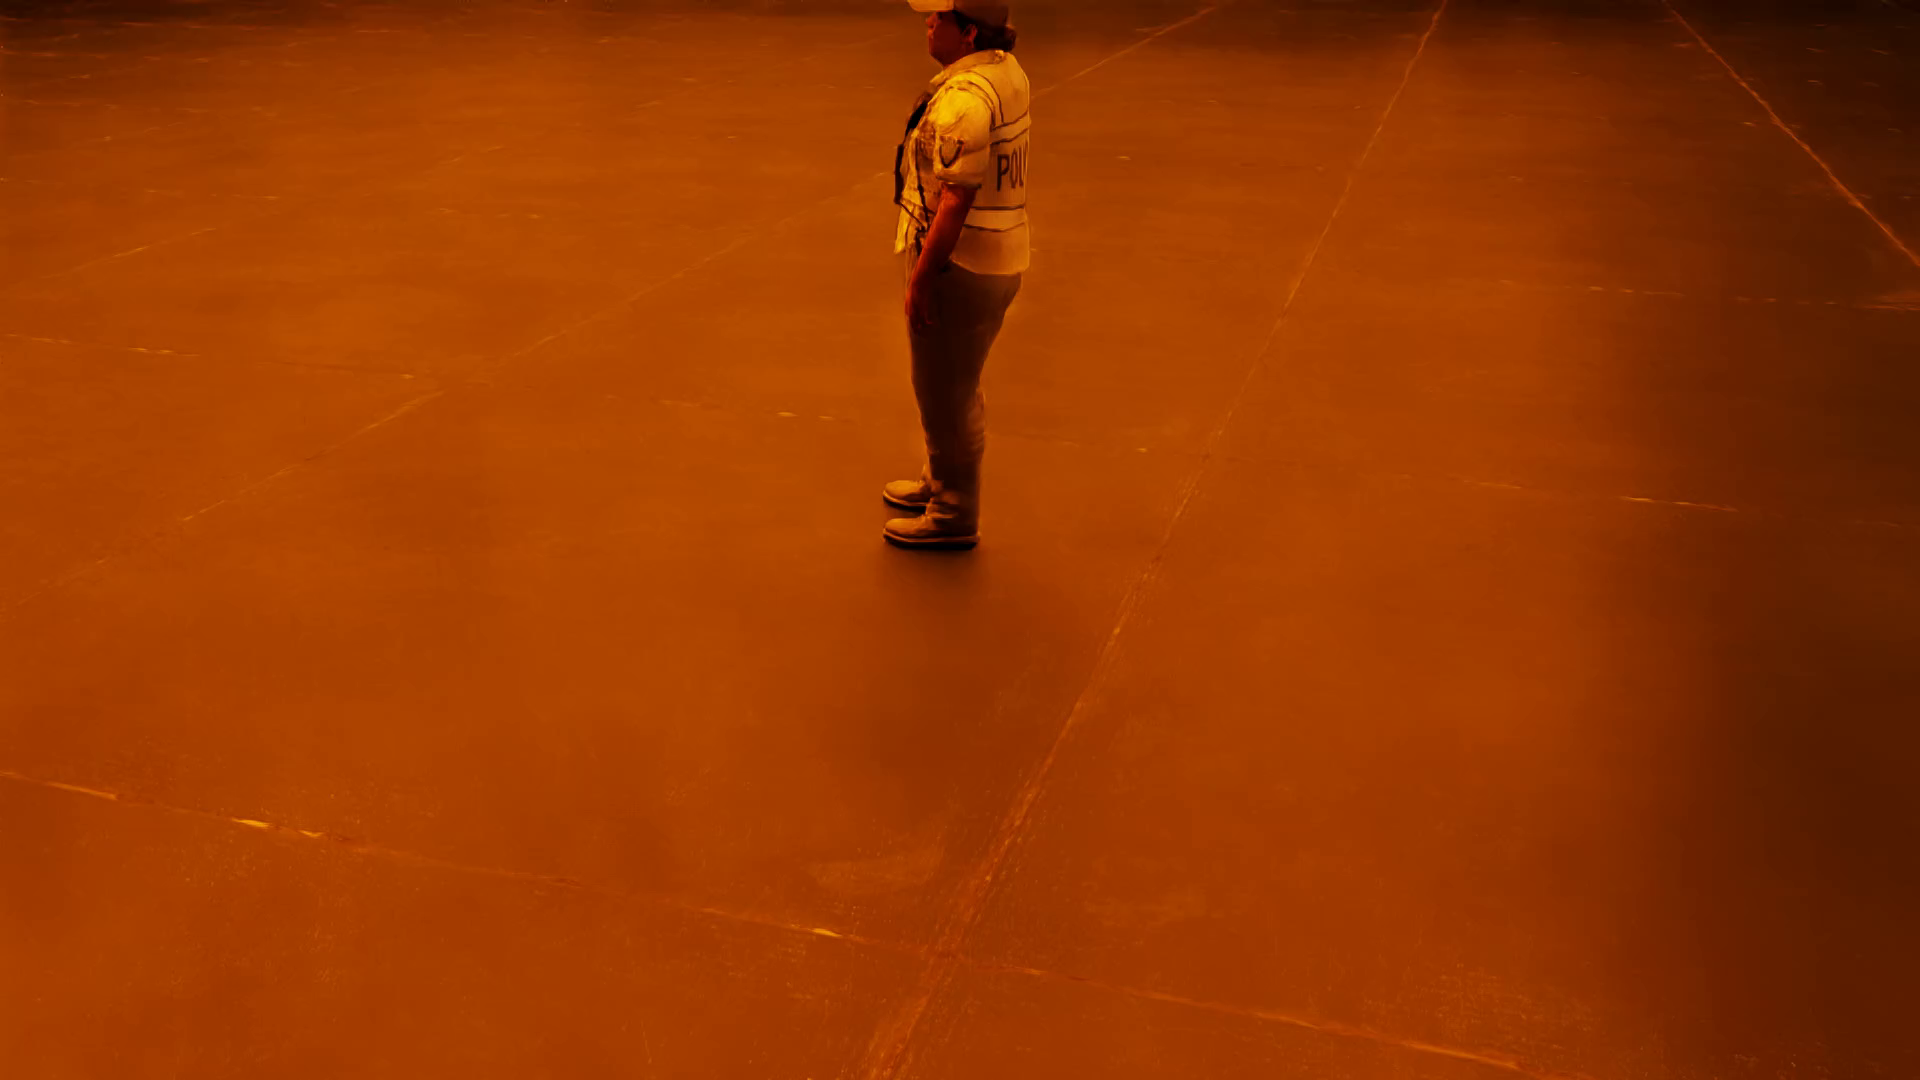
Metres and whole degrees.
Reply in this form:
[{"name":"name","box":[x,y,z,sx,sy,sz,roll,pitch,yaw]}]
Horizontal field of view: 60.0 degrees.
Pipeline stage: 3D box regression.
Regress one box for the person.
[{"name":"person","box":[-0.066,-0.794,4.841,0.529,1.669,0.598,7,23,16]}]
